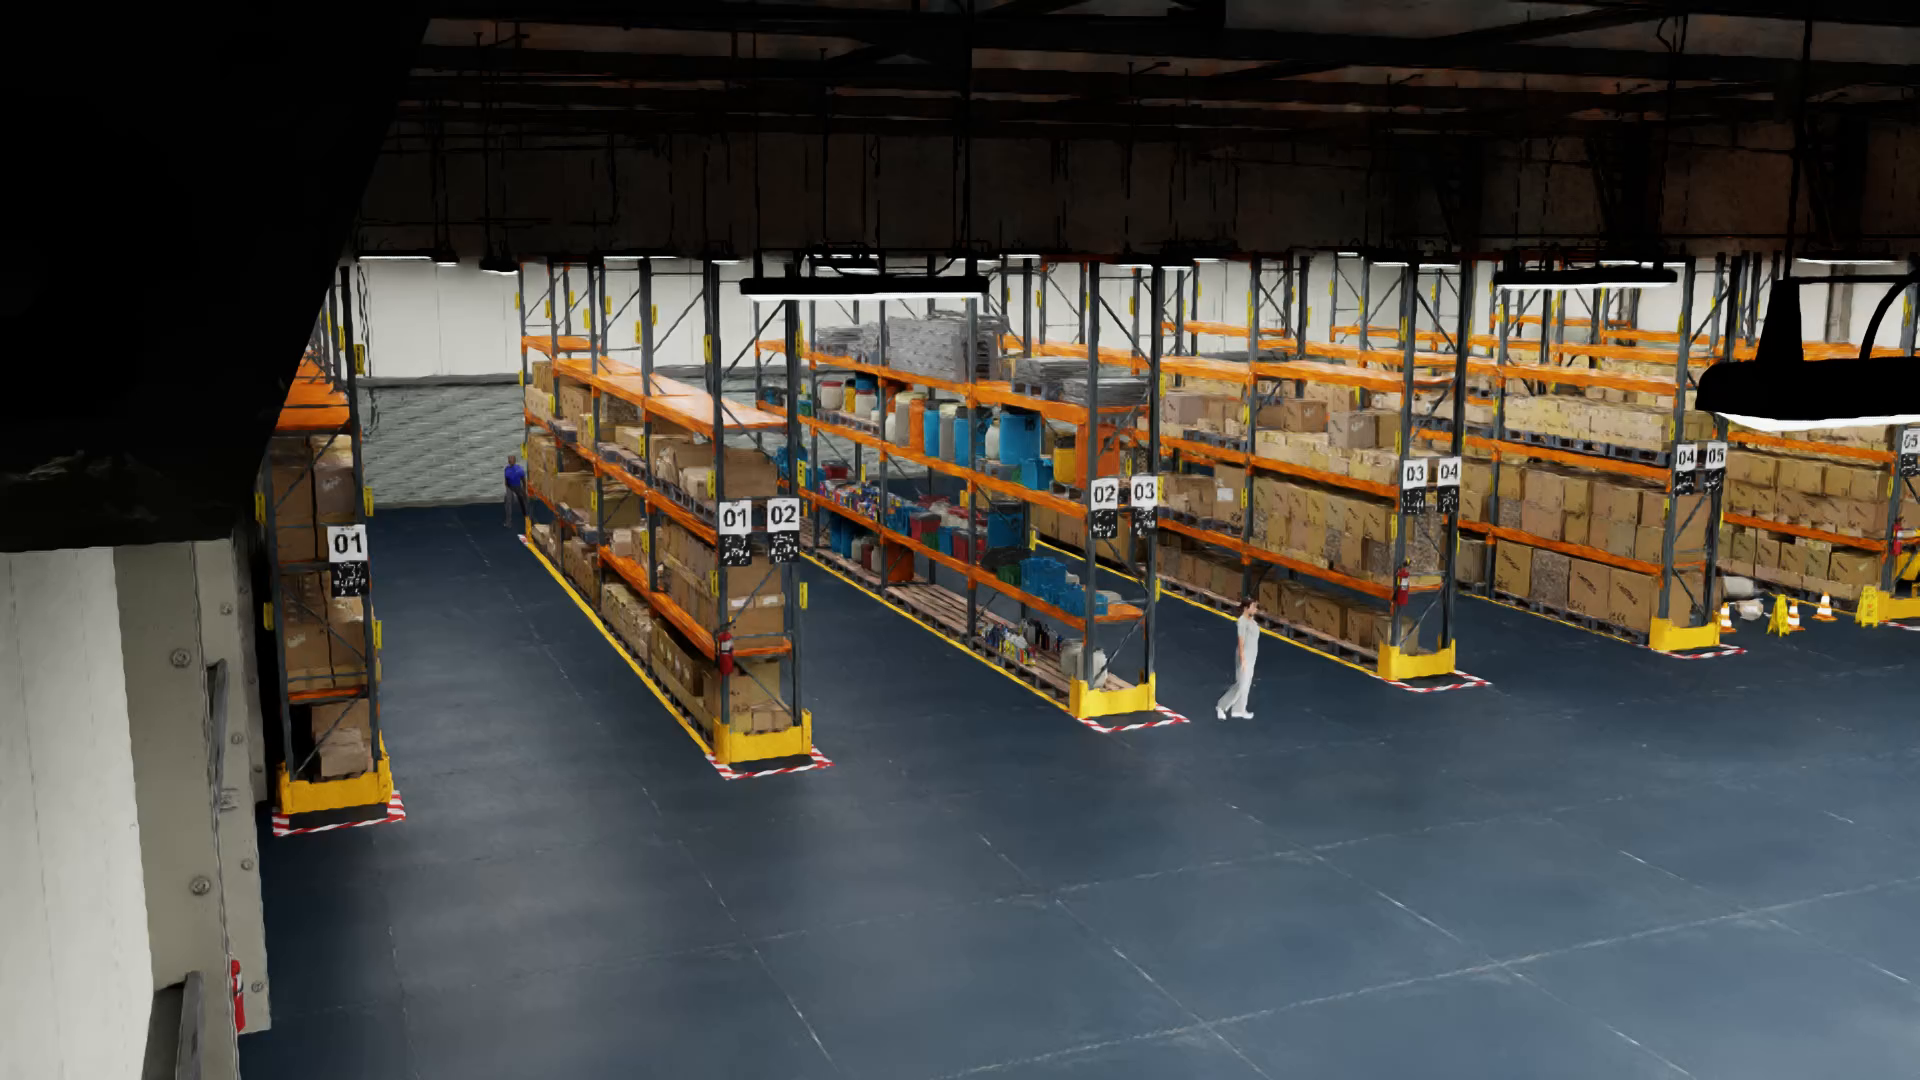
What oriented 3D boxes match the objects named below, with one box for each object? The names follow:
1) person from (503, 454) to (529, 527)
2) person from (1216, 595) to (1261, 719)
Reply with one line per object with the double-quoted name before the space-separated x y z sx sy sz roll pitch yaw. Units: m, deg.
"person" -9.807 -1.126 36.740 0.505 1.592 0.939 0 10 -1
"person" 3.660 1.559 21.900 0.497 1.660 0.633 5 12 26
